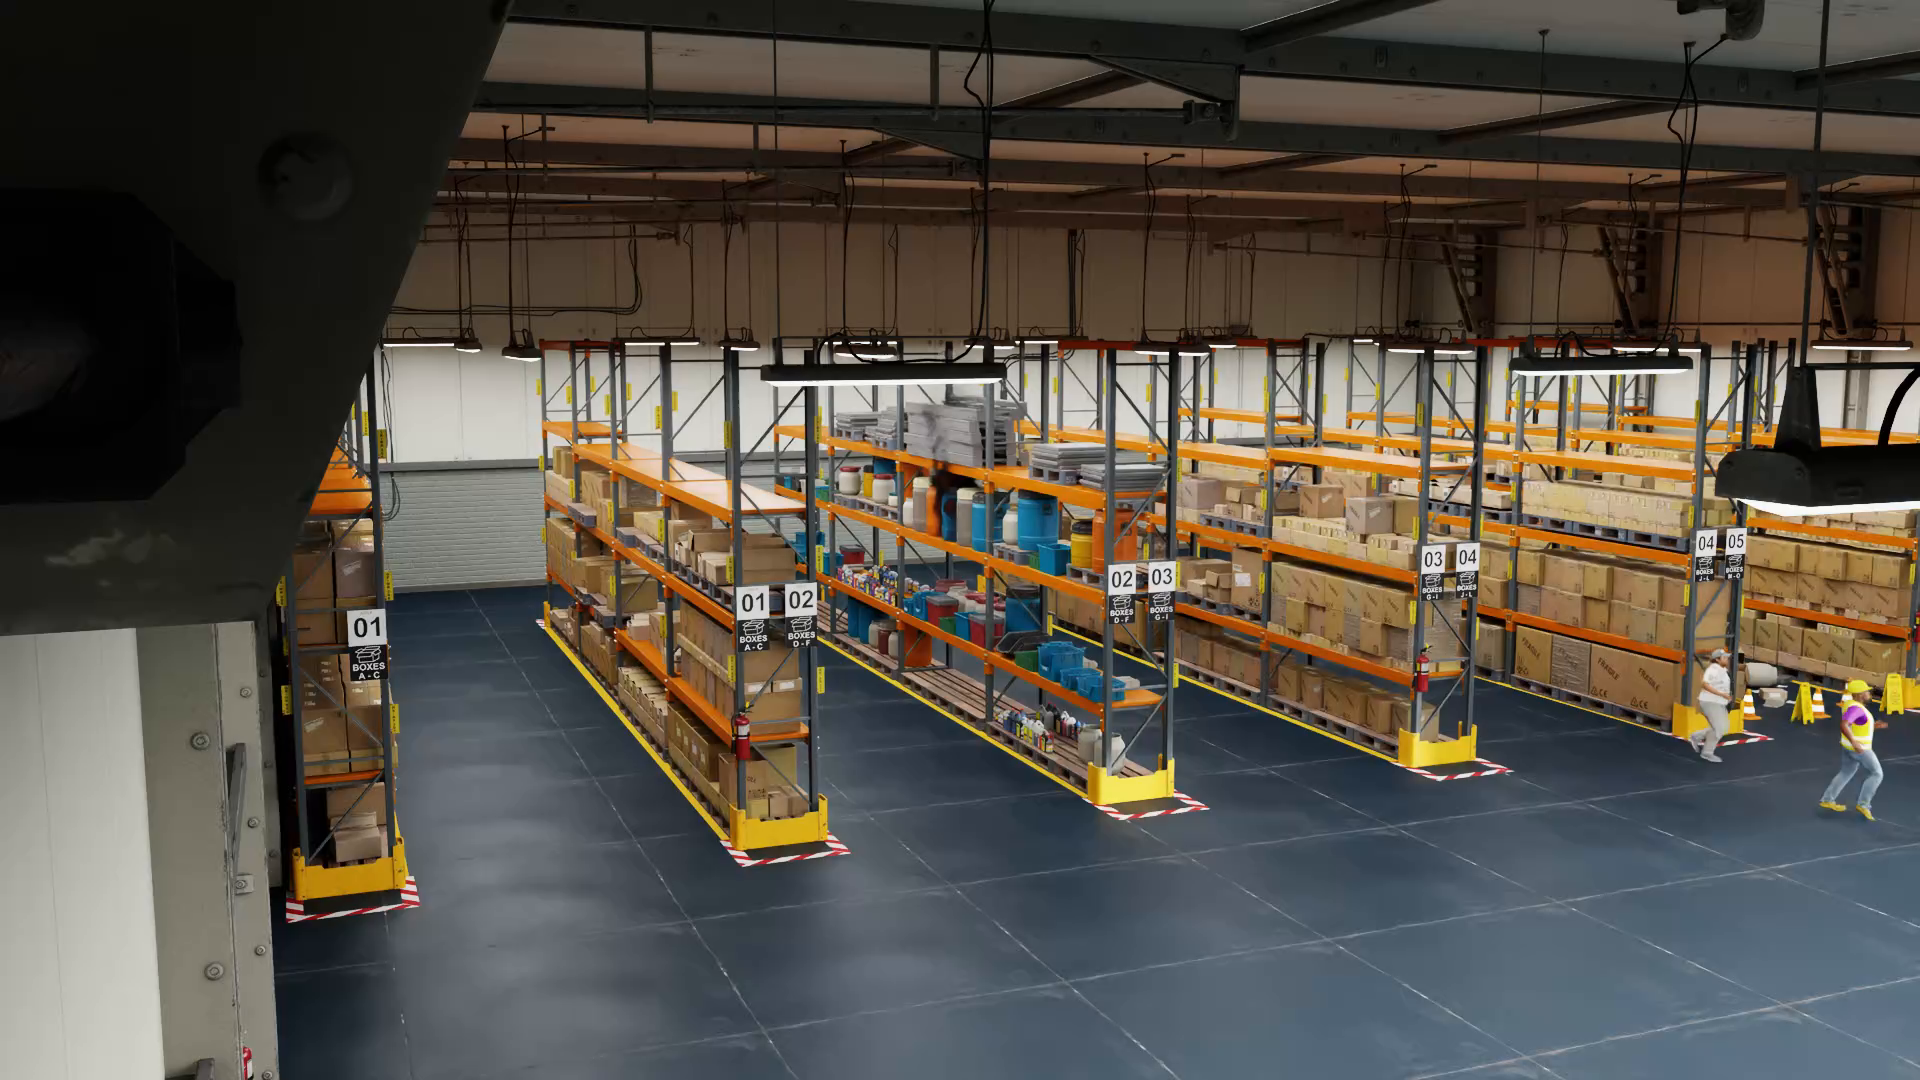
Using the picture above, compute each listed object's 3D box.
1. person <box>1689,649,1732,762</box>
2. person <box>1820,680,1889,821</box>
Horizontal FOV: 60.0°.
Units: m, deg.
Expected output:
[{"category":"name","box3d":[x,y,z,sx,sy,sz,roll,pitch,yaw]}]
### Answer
[{"category":"person","box3d":[11.017,2.390,24.328,0.600,1.614,0.635,7,10,41]},{"category":"person","box3d":[11.504,2.697,21.326,0.751,1.821,0.669,1,8,10]}]
